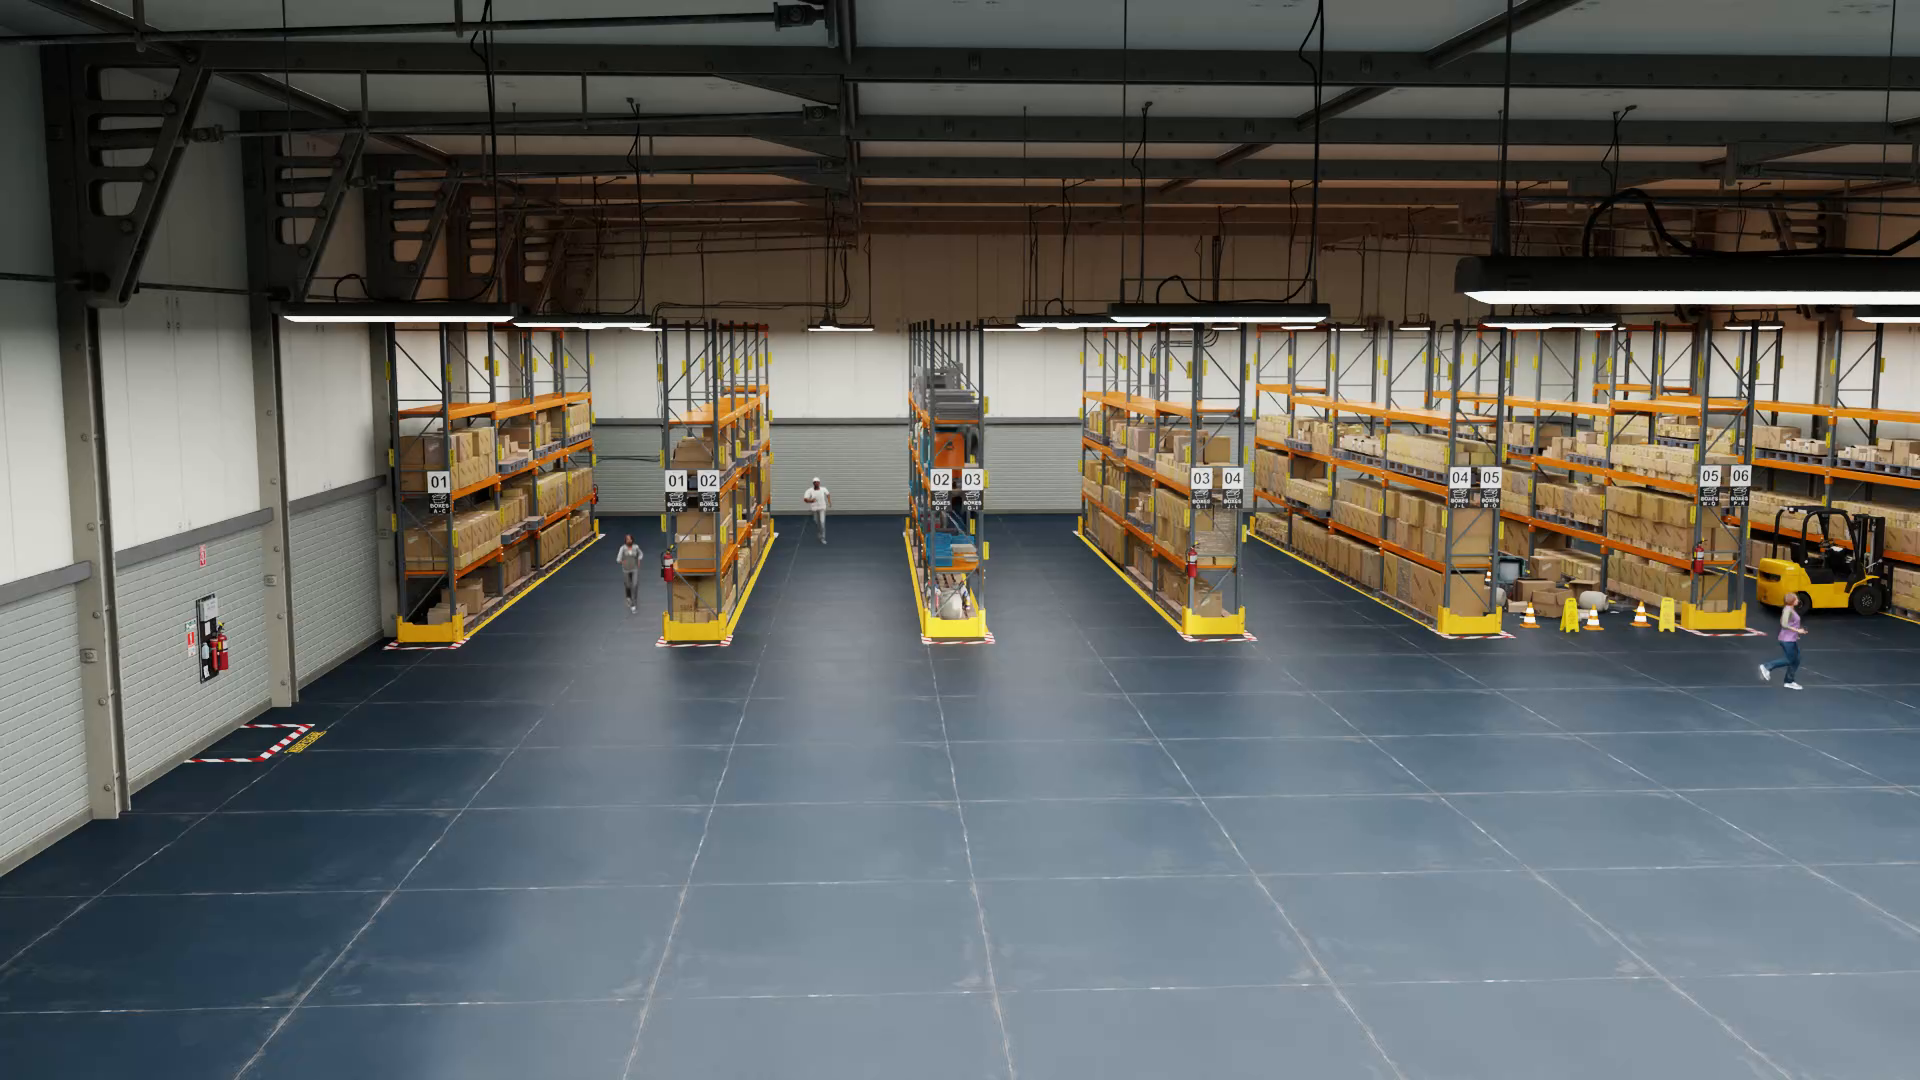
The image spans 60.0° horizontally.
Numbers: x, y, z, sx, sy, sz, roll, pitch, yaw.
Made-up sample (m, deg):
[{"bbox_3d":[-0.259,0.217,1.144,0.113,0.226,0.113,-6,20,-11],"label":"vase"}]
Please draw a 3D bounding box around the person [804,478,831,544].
[{"bbox_3d":[-3.924,-0.818,45.870,0.741,1.812,0.891,0,7,-1],"label":"person"}]

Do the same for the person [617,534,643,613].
[{"bbox_3d":[-6.844,0.667,34.505,0.538,1.605,0.877,-2,7,-13],"label":"person"}]

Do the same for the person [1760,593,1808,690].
[{"bbox_3d":[13.395,1.667,26.995,0.666,1.476,0.541,5,9,34],"label":"person"}]

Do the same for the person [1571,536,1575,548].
[{"bbox_3d":[16.194,-0.544,44.122,0.611,1.649,0.569,-2,7,-18],"label":"person"}]
